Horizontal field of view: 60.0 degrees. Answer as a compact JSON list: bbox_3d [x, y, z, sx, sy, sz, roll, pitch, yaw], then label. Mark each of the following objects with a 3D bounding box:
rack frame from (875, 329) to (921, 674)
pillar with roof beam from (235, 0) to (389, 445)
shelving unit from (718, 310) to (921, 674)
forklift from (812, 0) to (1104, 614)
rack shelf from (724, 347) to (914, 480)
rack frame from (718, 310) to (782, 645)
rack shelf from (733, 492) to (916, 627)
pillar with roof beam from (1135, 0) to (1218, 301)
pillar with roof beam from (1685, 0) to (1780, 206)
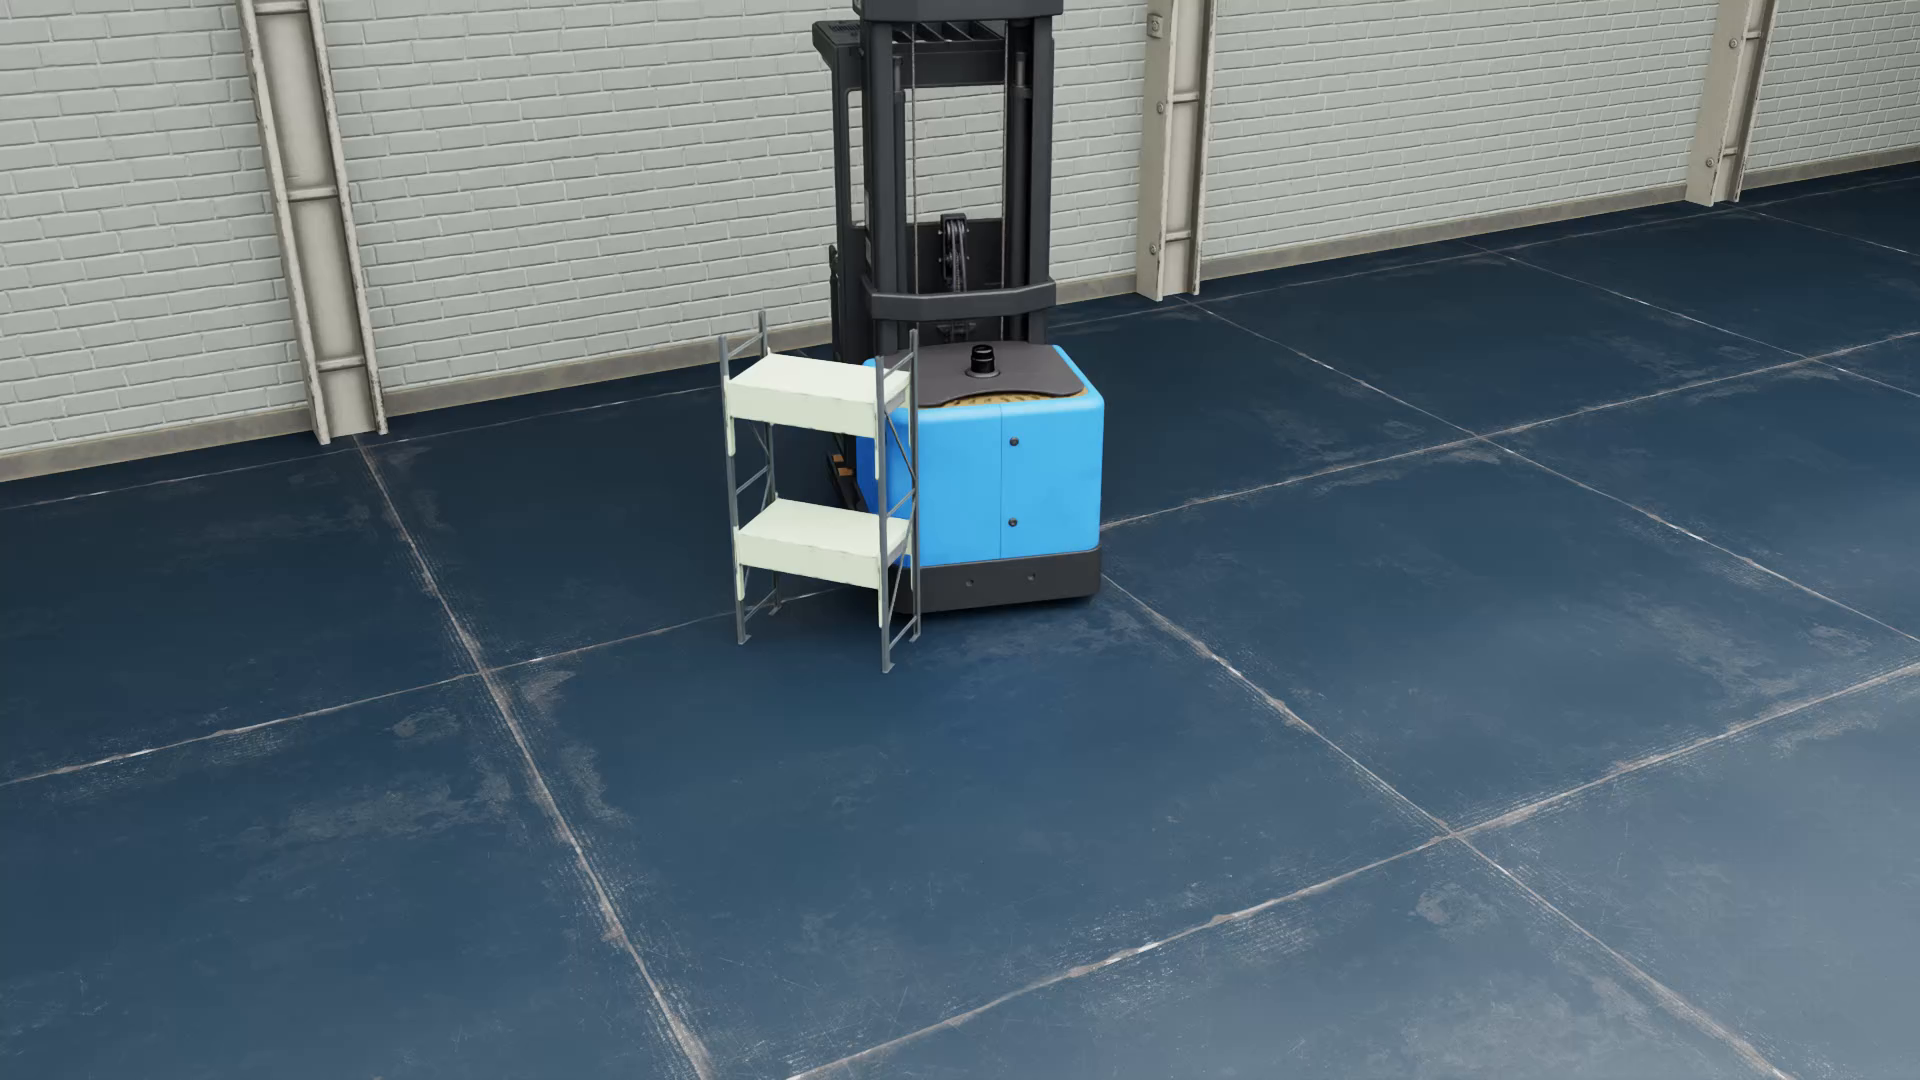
[{"bbox_3d":[-0.267,-0.154,7.337,0.023,1.500,0.400,10,27,19],"label":"rack frame"},{"bbox_3d":[-1.692,-3.080,4.769,0.400,9.000,9.100,-13,29,-25],"label":"pillar with roof beam"},{"bbox_3d":[-0.608,-0.211,7.457,0.755,1.500,0.431,10,27,19],"label":"shelving unit"},{"bbox_3d":[-0.135,-1.586,8.666,1.130,2.935,3.031,-5,26,-11],"label":"forklift"},{"bbox_3d":[-0.608,-0.563,7.288,0.720,0.370,0.431,10,27,19],"label":"rack shelf"},{"bbox_3d":[-0.949,-0.269,7.577,0.023,1.500,0.400,10,27,19],"label":"rack frame"},{"bbox_3d":[-0.608,0.083,7.598,0.720,0.370,0.431,10,27,19],"label":"rack shelf"},{"bbox_3d":[3.602,-4.302,7.314,0.400,9.000,9.100,-13,29,-25],"label":"pillar with roof beam"},{"bbox_3d":[8.896,-5.524,9.859,0.400,9.000,9.100,-13,29,-25],"label":"pillar with roof beam"}]
